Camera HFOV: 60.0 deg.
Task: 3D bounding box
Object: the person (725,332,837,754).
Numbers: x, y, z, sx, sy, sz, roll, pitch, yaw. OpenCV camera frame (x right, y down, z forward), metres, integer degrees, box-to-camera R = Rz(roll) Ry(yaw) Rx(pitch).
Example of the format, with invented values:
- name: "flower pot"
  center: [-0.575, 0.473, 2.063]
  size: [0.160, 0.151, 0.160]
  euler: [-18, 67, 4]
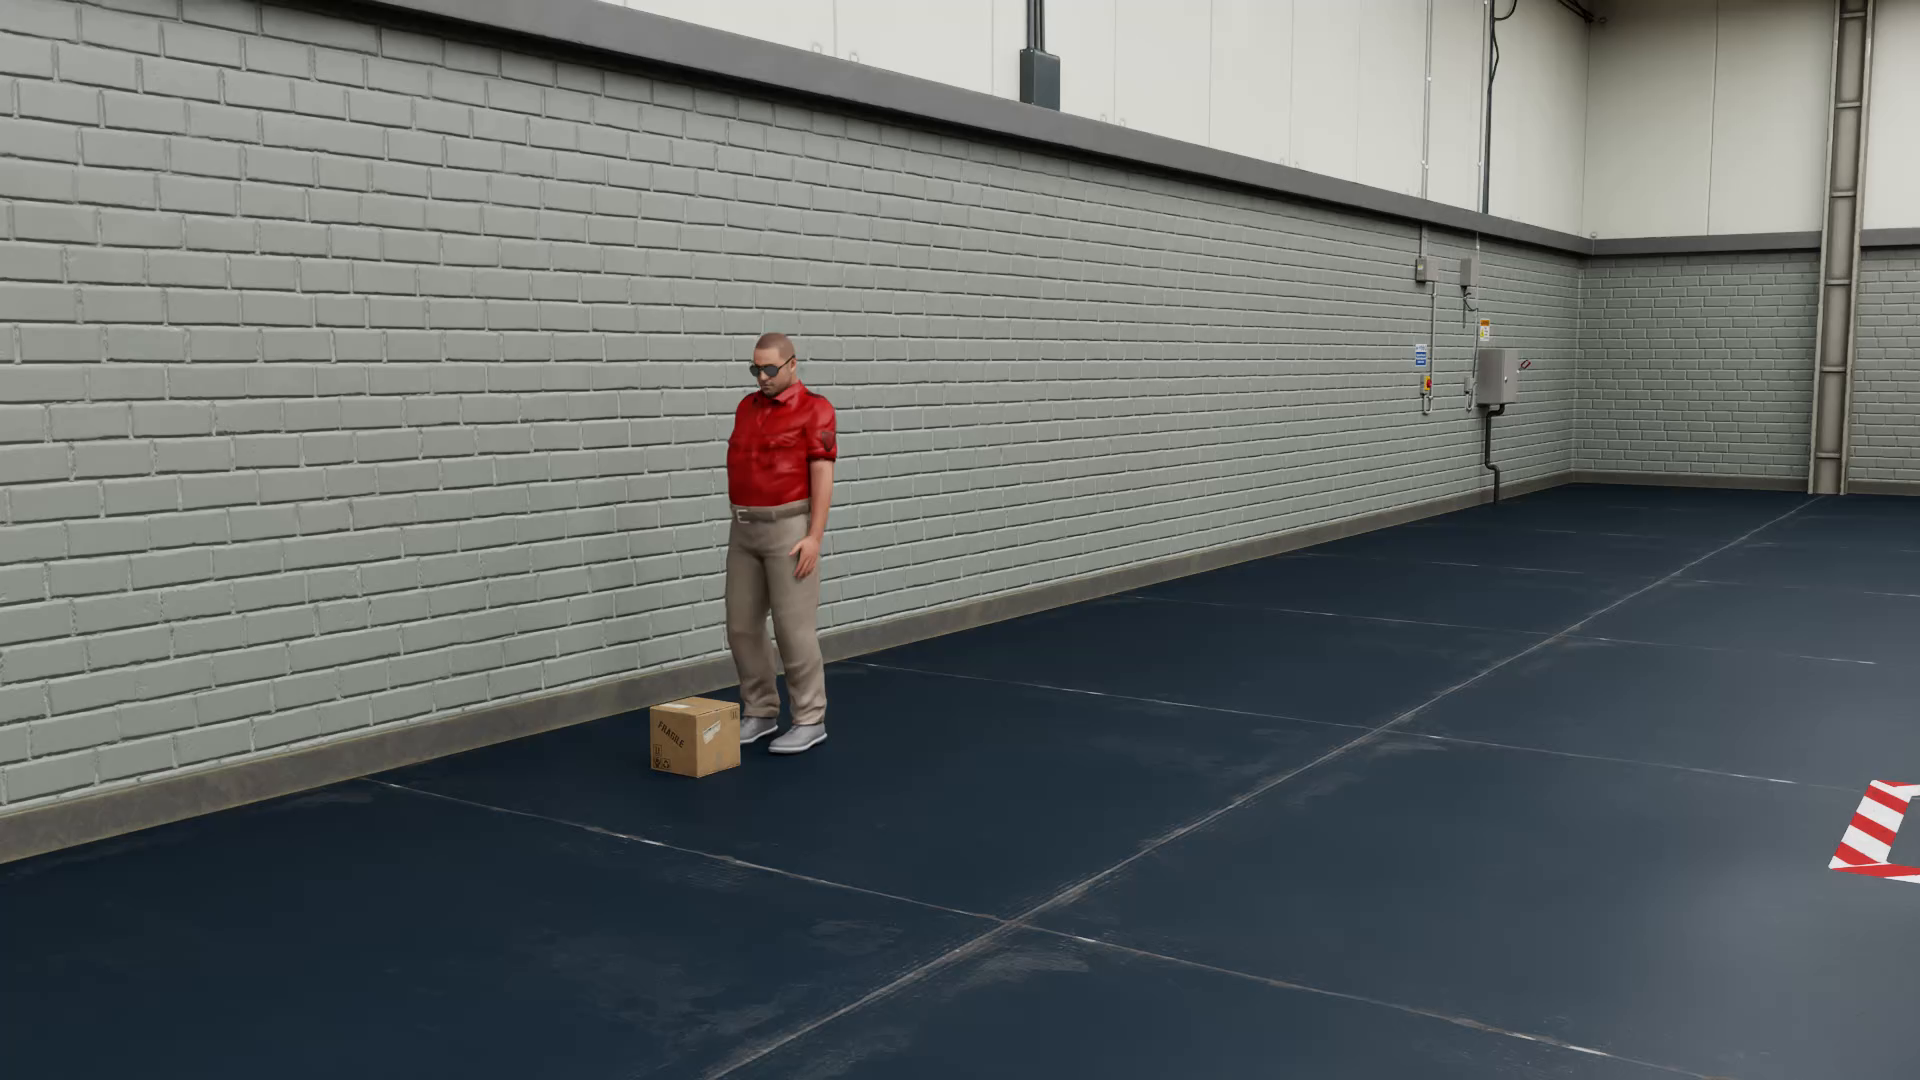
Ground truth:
- name: "person"
  center: [-0.756, 0.005, 6.881]
  size: [0.532, 1.719, 0.357]
  euler: [4, 8, 35]
